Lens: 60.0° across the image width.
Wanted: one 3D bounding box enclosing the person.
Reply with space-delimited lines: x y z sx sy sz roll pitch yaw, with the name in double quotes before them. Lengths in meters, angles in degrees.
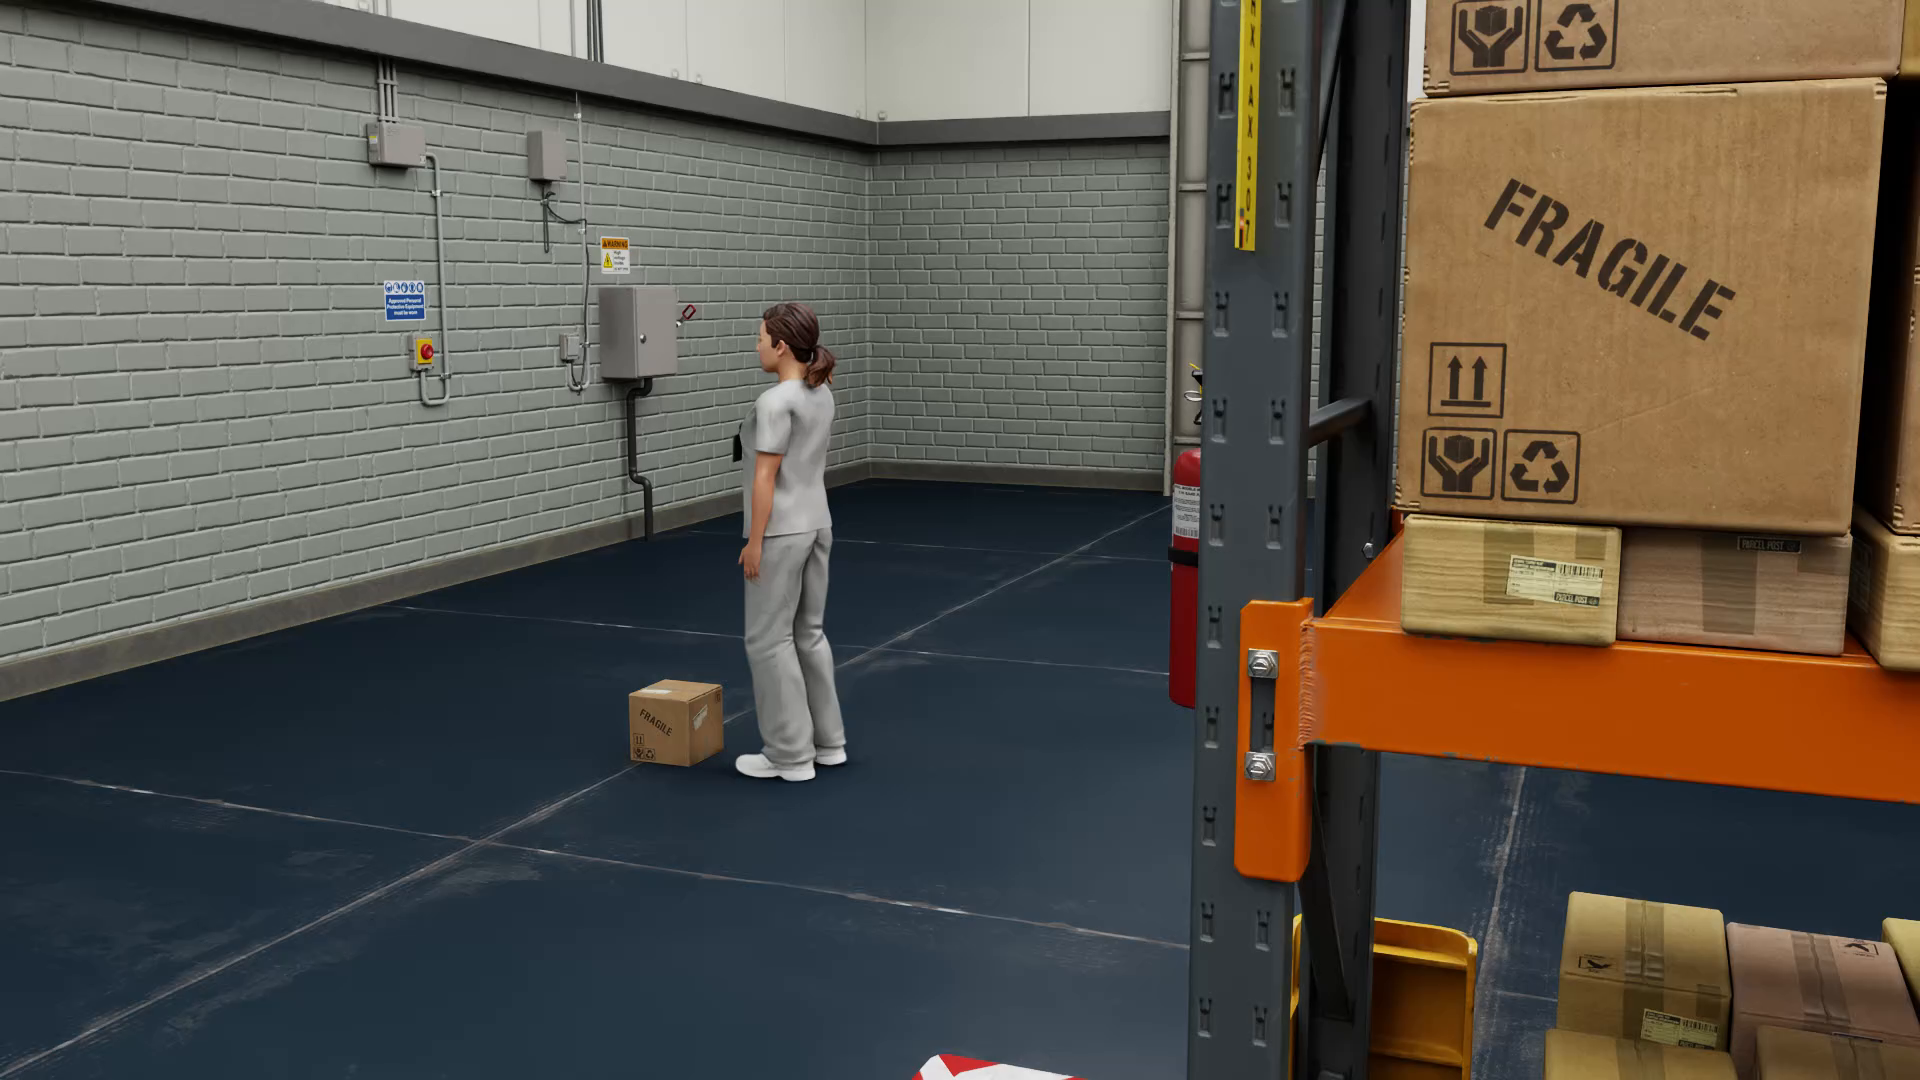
"person" -0.598 0.009 5.848 0.364 1.674 0.437 4 10 22
